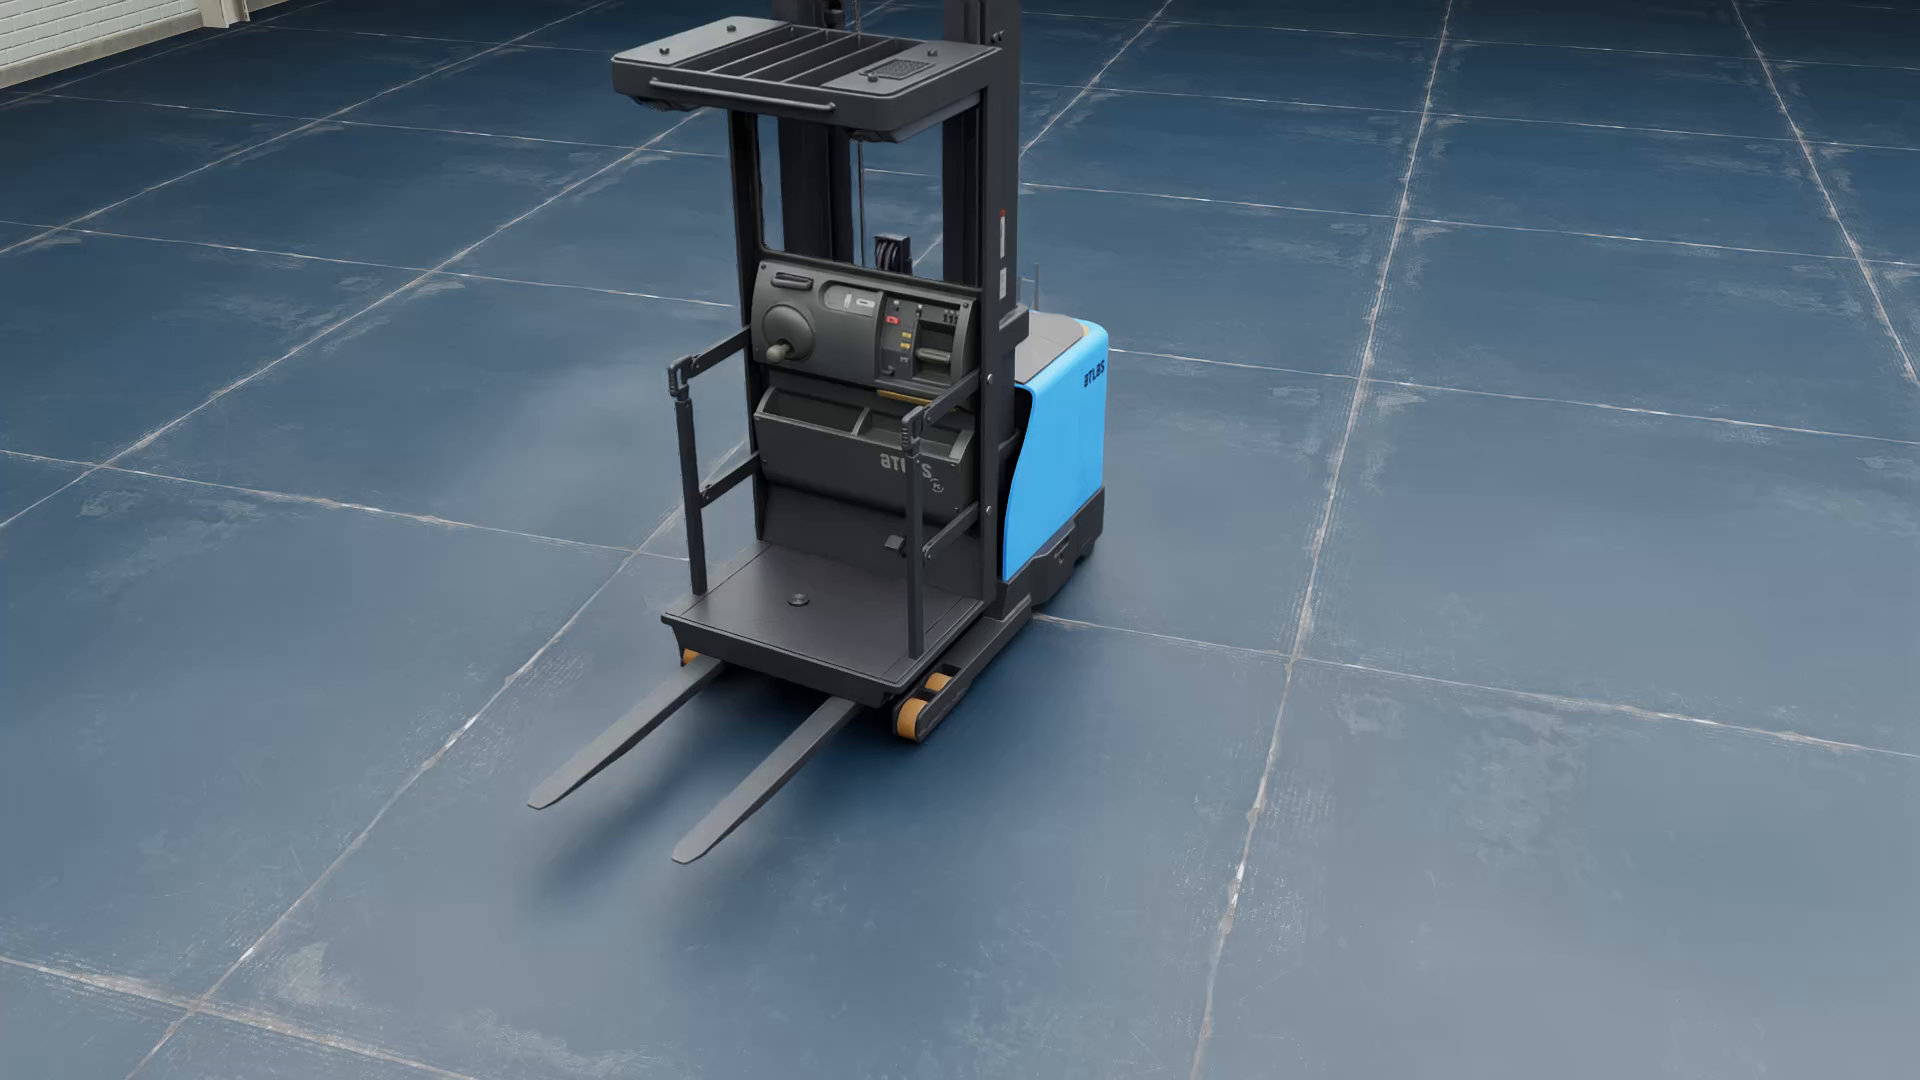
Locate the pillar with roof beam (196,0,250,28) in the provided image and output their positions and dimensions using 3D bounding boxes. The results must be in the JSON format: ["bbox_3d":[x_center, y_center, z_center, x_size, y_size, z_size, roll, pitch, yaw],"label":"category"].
[{"bbox_3d":[-3.636,-8.775,14.267,9.100,9.000,0.400,8,30,15],"label":"pillar with roof beam"}]

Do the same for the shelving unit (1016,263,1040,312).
[{"bbox_3d":[0.211,-0.714,7.799,0.258,1.200,0.189,14,32,24],"label":"shelving unit"}]

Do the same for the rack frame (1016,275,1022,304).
[{"bbox_3d":[0.169,-0.675,7.729,0.240,1.200,0.006,14,32,24],"label":"rack frame"}]

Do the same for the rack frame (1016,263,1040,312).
[{"bbox_3d":[0.254,-0.753,7.870,0.240,1.200,0.006,14,32,24],"label":"rack frame"}]

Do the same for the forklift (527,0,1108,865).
[{"bbox_3d":[-0.477,-0.759,6.100,1.130,2.935,3.031,14,32,24],"label":"forklift"}]
